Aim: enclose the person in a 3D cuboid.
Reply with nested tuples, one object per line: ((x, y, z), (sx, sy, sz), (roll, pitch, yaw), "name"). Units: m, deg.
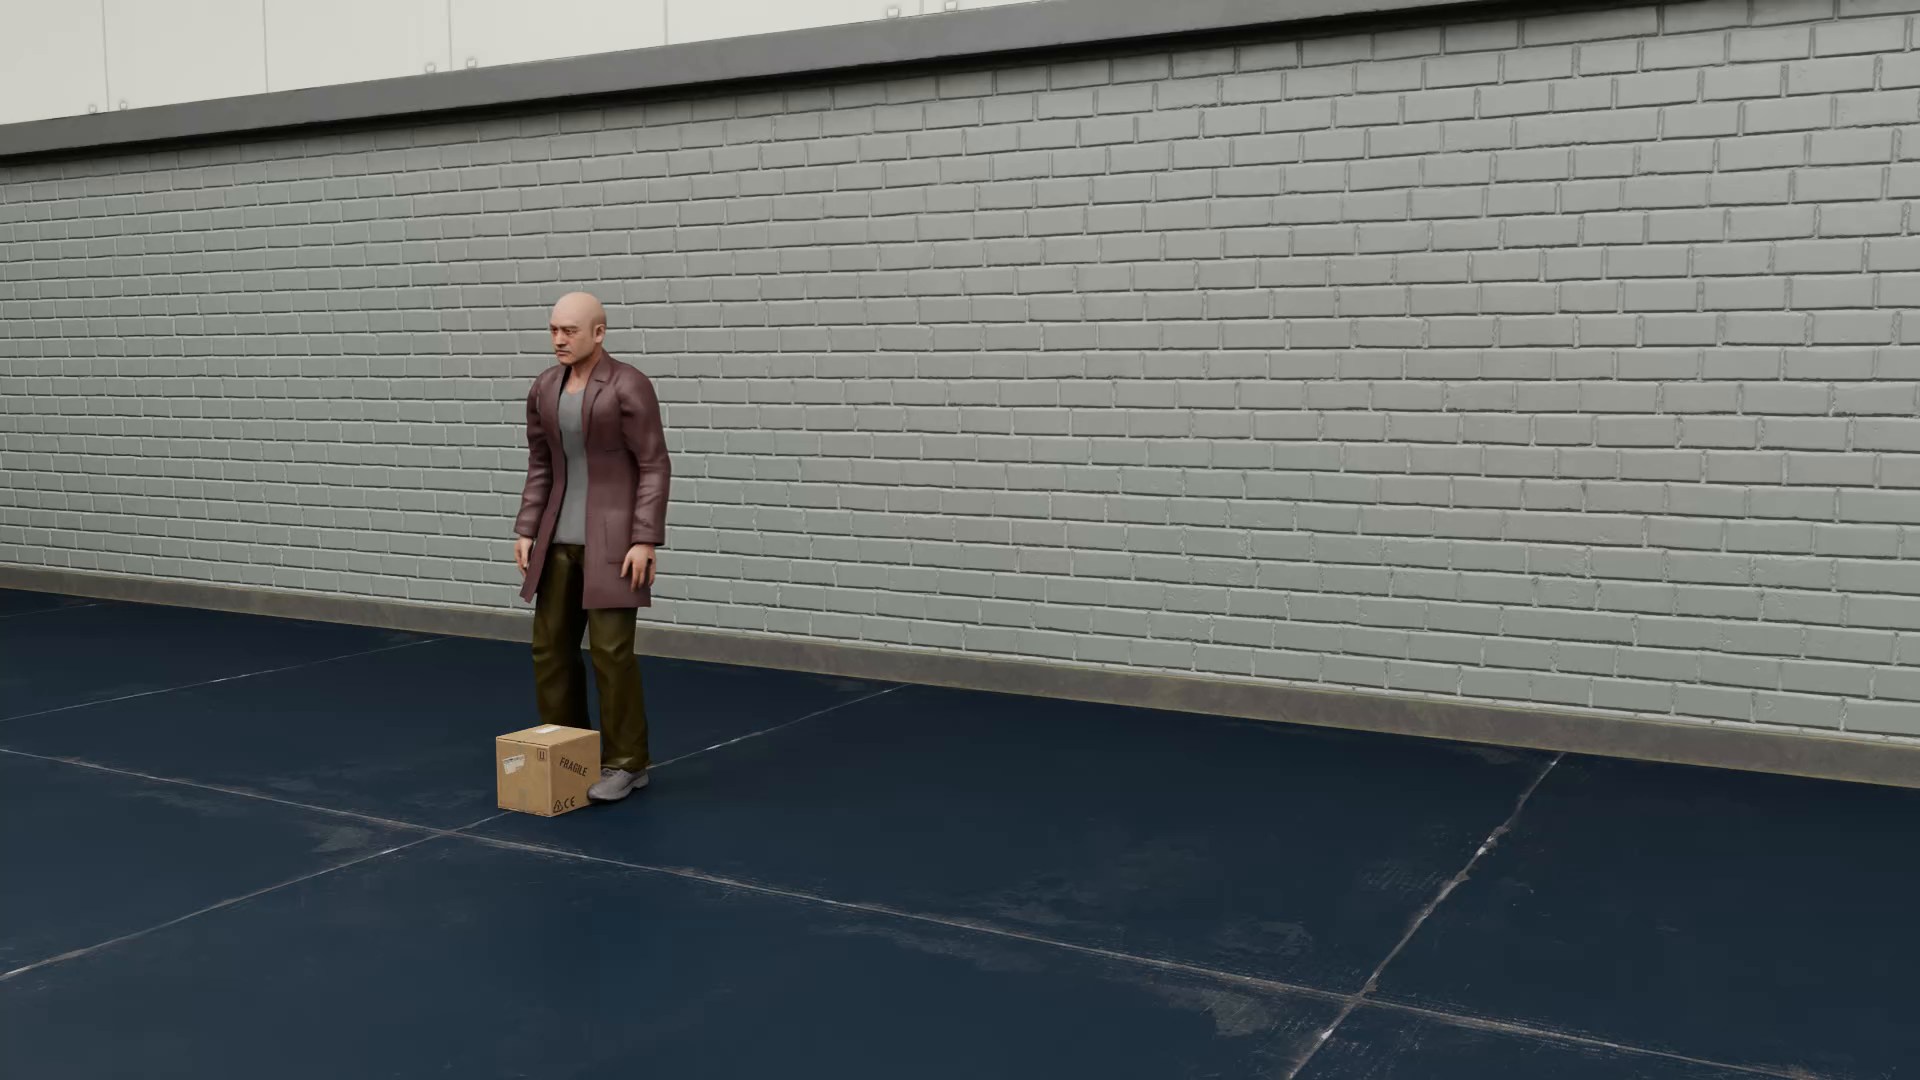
((-1.316, 0.016, 5.909), (0.648, 1.774, 0.418), (3, 7, 28), "person")
